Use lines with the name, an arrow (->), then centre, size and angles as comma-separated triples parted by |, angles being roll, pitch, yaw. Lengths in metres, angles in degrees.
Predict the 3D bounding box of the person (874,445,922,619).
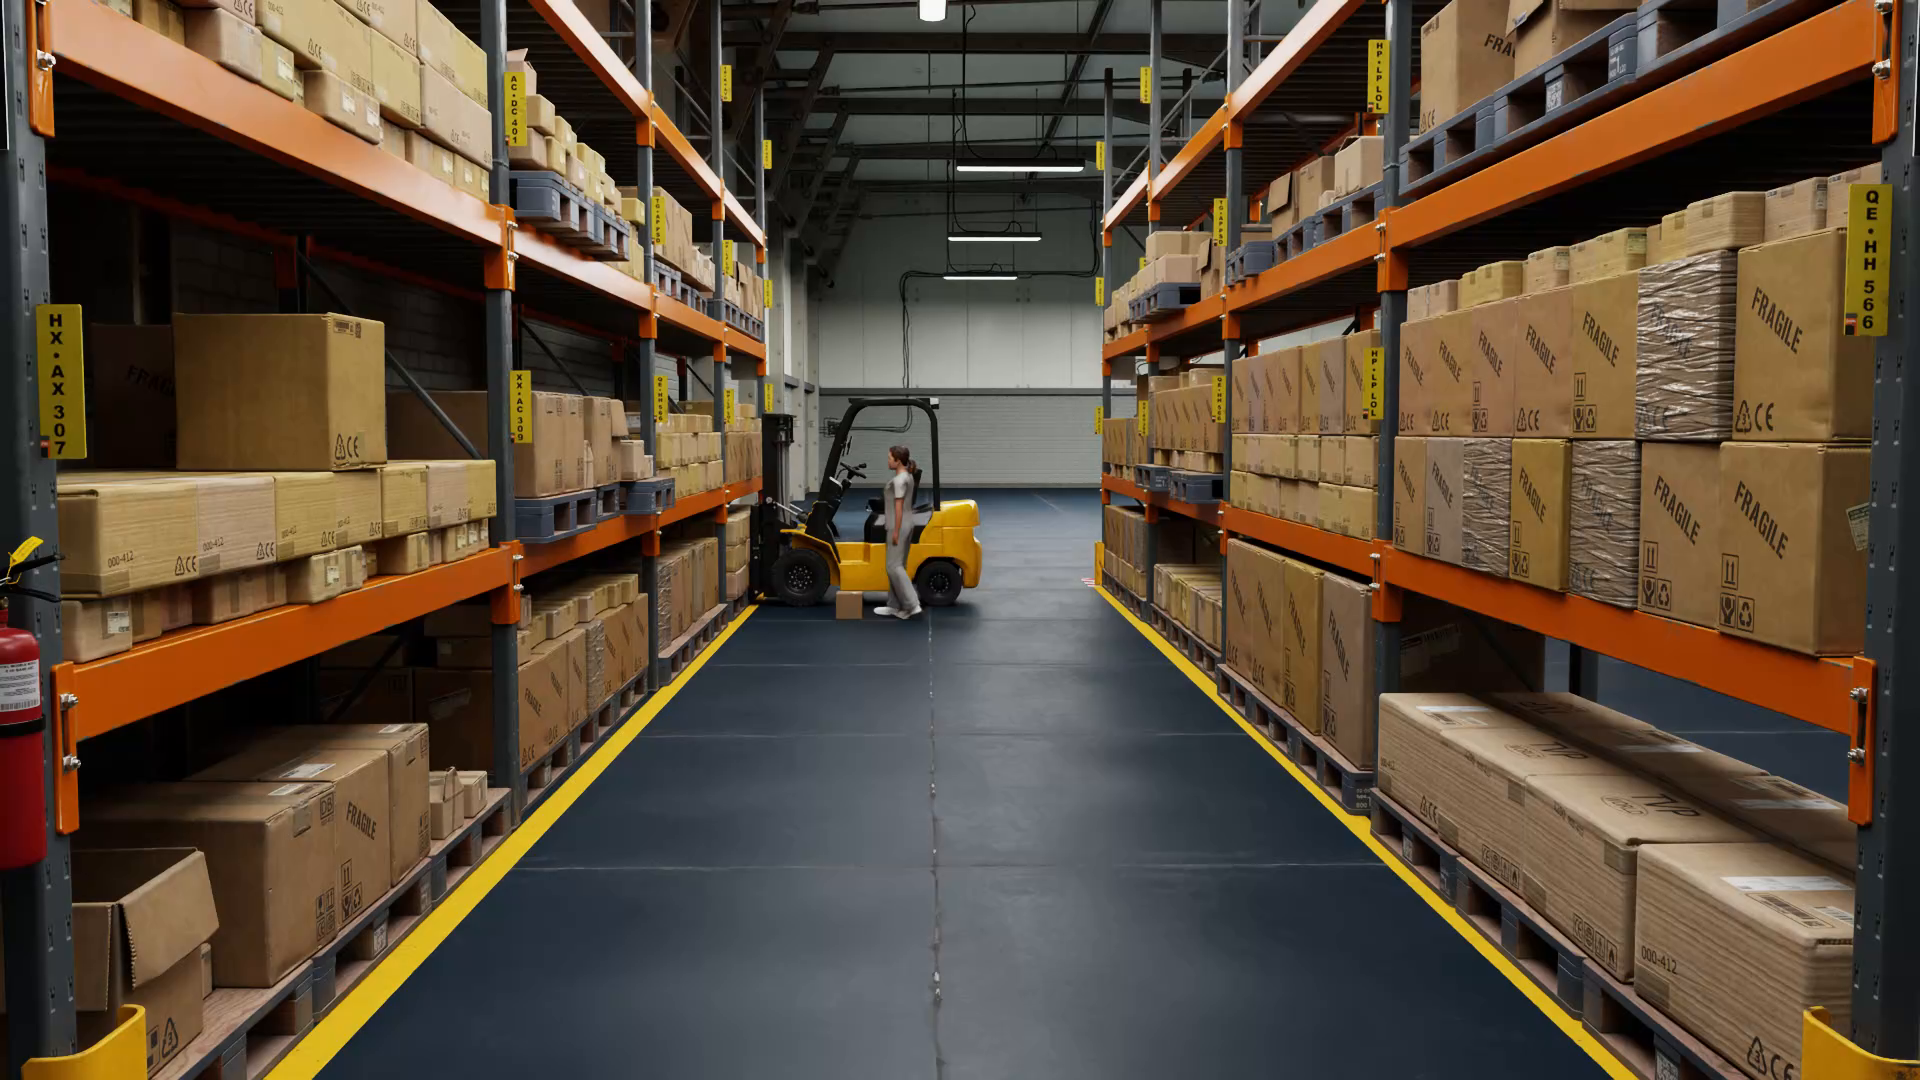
person -> -0.594, -0.082, 16.111 | 0.548, 1.680, 0.452 | 1, 4, 12
